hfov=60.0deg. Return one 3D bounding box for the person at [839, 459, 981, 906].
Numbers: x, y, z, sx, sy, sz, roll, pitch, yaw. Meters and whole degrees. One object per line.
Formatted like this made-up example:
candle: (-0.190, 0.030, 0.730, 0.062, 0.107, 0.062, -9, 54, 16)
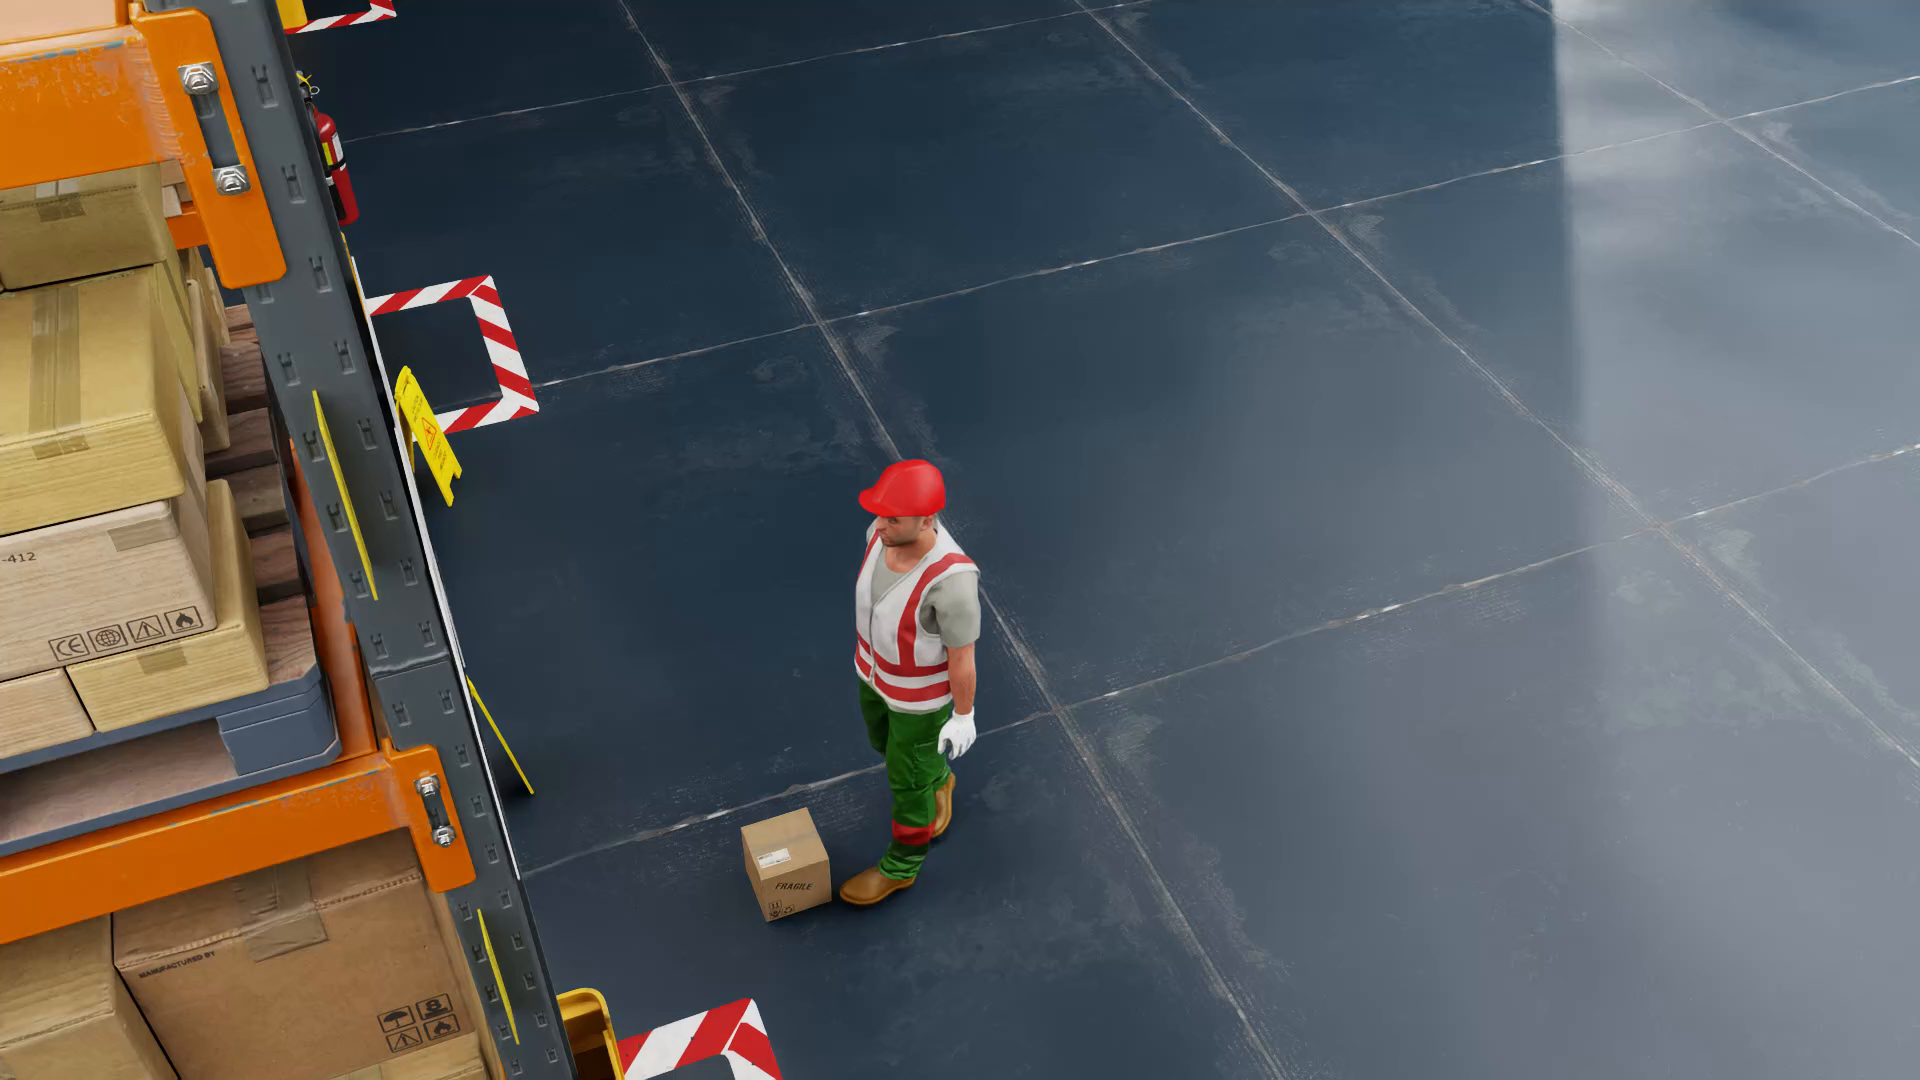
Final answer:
person: (-0.195, 0.492, 5.575, 0.659, 1.791, 0.584, -26, 48, -27)
